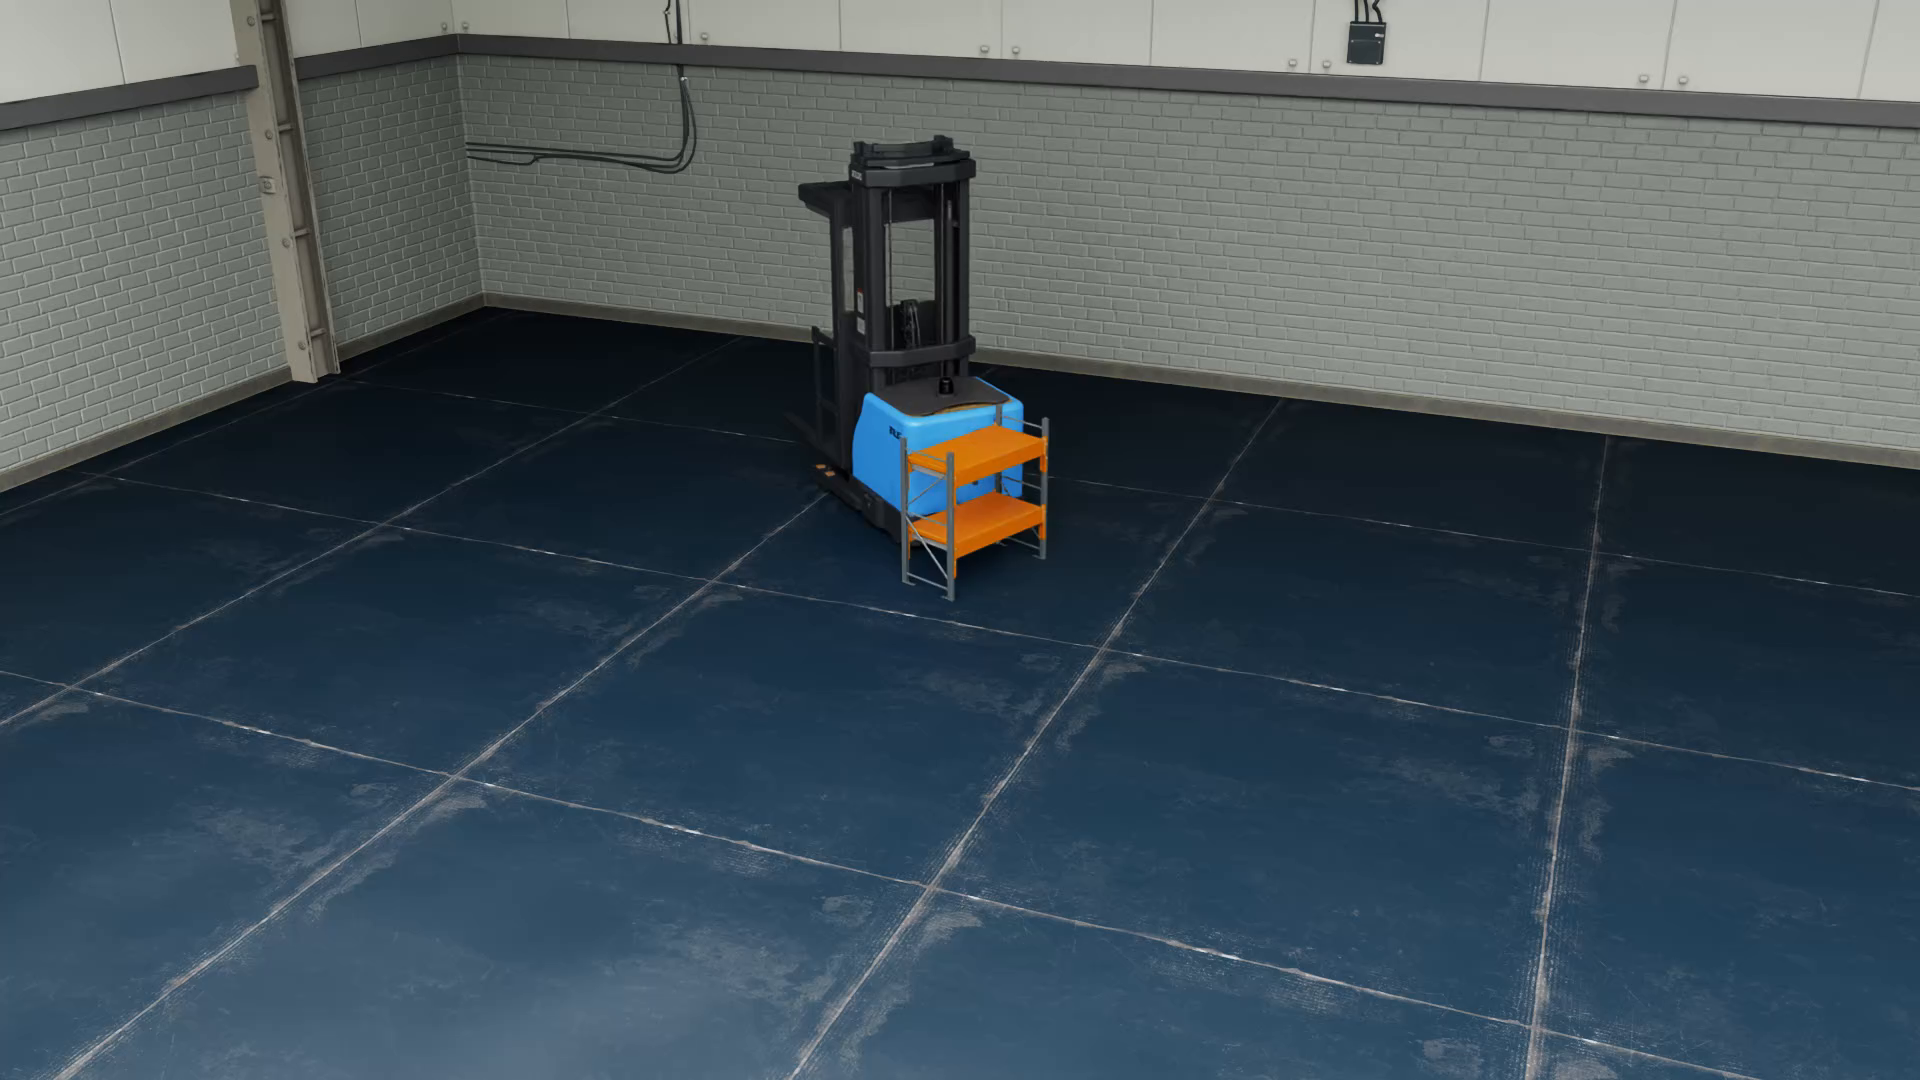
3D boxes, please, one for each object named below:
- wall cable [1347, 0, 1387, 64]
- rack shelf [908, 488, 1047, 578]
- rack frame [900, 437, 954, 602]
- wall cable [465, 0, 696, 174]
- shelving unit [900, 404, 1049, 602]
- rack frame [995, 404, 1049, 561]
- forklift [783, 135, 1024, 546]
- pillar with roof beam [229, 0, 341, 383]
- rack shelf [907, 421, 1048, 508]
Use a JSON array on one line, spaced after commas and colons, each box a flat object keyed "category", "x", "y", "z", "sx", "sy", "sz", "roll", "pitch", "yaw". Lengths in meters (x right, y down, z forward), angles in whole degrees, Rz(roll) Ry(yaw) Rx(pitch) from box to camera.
[{"category": "wall cable", "x": 4.551, "y": -6.896, "z": 13.395, "sx": 2.305, "sy": 6.003, "sz": 0.169, "roll": 9, "pitch": 24, "yaw": 20}, {"category": "rack shelf", "x": 0.114, "y": -0.064, "z": 12.301, "sx": 0.538, "sy": 0.278, "sz": 1.000, "roll": 20, "pitch": 30, "yaw": 39}, {"category": "rack frame", "x": -0.233, "y": -0.147, "z": 11.864, "sx": 0.500, "sy": 1.125, "sz": 0.032, "roll": 20, "pitch": 30, "yaw": 39}, {"category": "wall cable", "x": -4.258, "y": -5.259, "z": 17.916, "sx": 3.097, "sy": 2.526, "sz": 0.112, "roll": 9, "pitch": 24, "yaw": 20}, {"category": "shelving unit", "x": 0.114, "y": -0.290, "z": 12.207, "sx": 0.538, "sy": 1.125, "sz": 1.048, "roll": 20, "pitch": 30, "yaw": 39}, {"category": "rack frame", "x": 0.461, "y": -0.433, "z": 12.550, "sx": 0.500, "sy": 1.125, "sz": 0.032, "roll": 20, "pitch": 30, "yaw": 39}, {"category": "forklift", "x": -0.618, "y": -1.835, "z": 13.564, "sx": 1.130, "sy": 2.935, "sz": 3.031, "roll": -11, "pitch": 25, "yaw": -25}, {"category": "pillar with roof beam", "x": -2.583, "y": -5.211, "z": 13.771, "sx": 9.100, "sy": 9.000, "sz": 0.400, "roll": 9, "pitch": 24, "yaw": 20}, {"category": "rack shelf", "x": 0.114, "y": -0.560, "z": 12.094, "sx": 0.538, "sy": 0.278, "sz": 1.000, "roll": 20, "pitch": 30, "yaw": 39}]
